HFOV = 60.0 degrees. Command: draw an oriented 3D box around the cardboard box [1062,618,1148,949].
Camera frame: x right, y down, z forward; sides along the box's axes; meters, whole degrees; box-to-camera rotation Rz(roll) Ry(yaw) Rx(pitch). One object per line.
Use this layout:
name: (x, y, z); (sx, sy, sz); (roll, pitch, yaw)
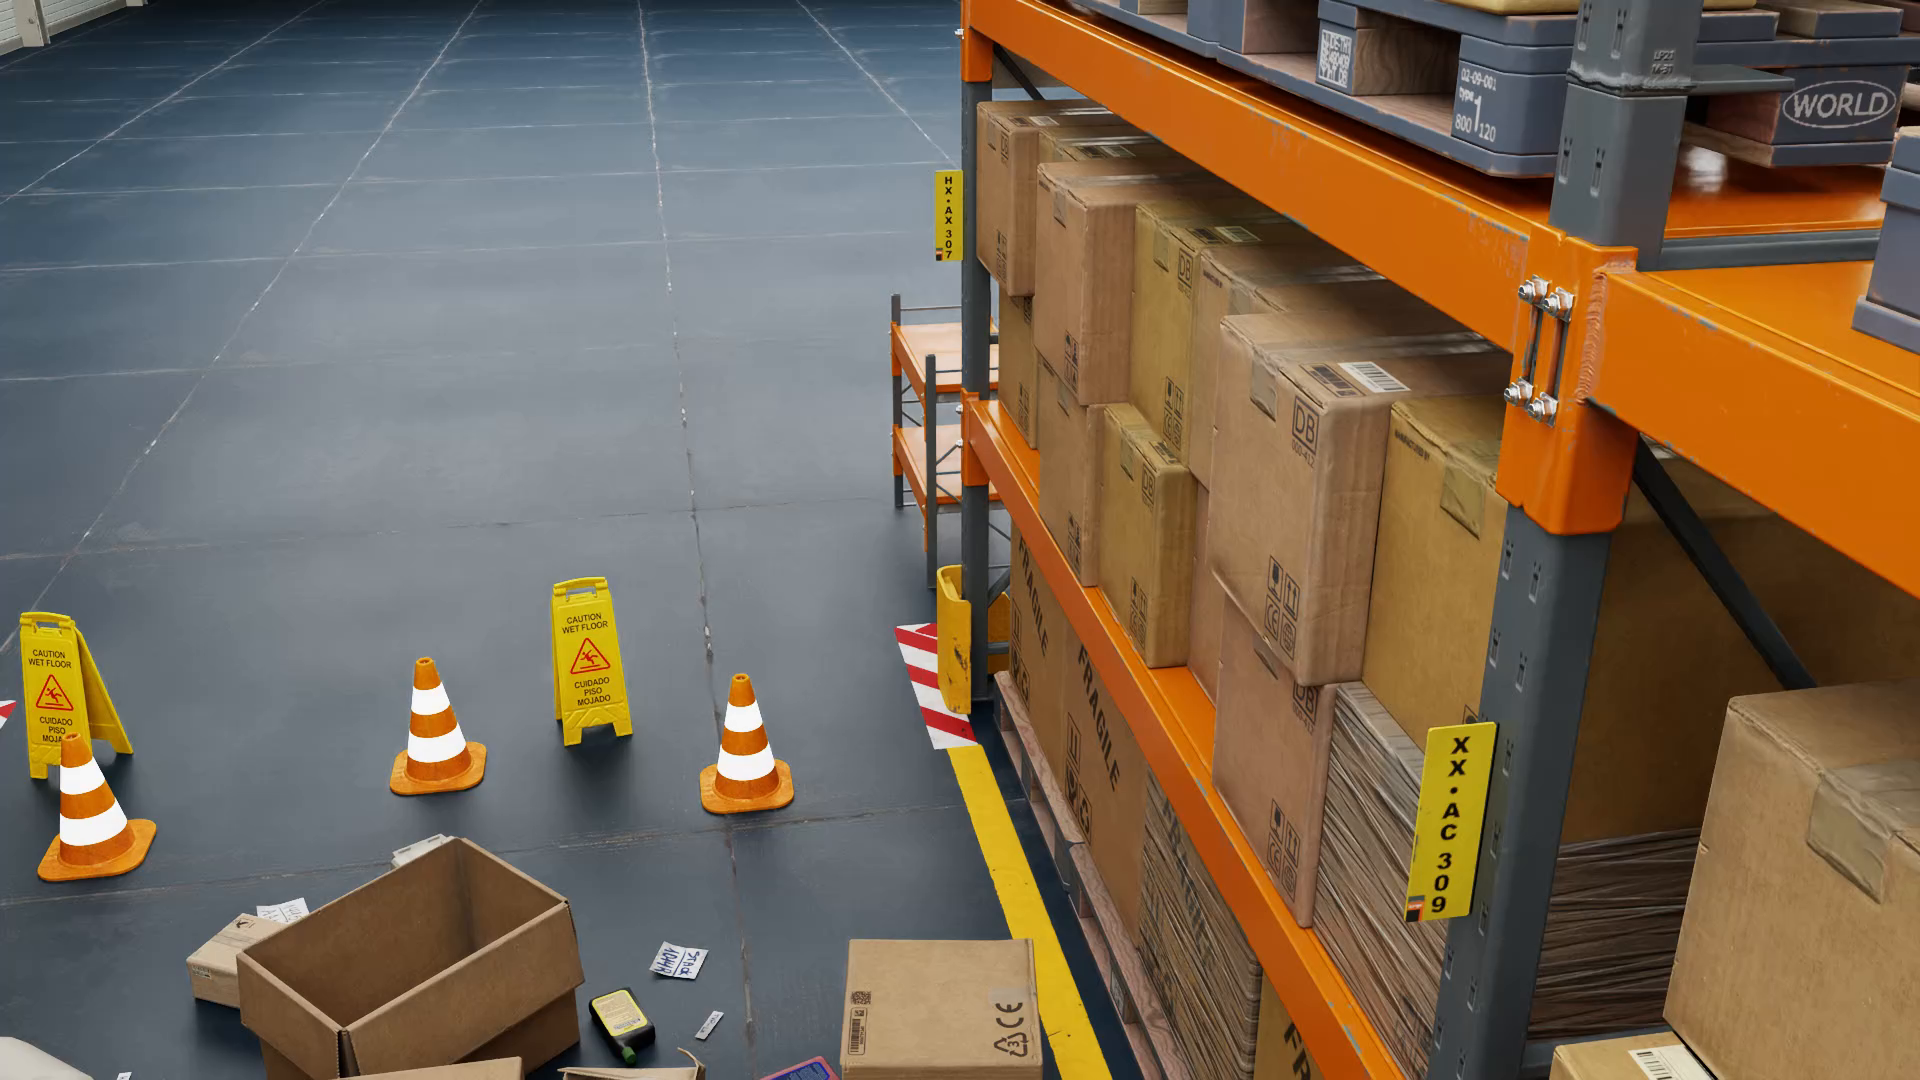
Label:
cardboard box: (0.862, 0.615, 5.223); (0.875, 0.875, 0.875); (-5, 24, -11)

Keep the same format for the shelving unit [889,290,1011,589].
shelving unit: (0.001, -0.513, 8.019); (0.538, 1.125, 1.048); (-4, 24, -10)

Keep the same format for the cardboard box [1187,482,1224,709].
cardboard box: (1.059, 0.151, 3.969); (0.875, 0.550, 0.550); (-4, 24, -10)

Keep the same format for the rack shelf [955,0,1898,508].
rack shelf: (0.877, -1.032, 4.016); (1.077, 0.370, 4.000); (-4, 24, -10)

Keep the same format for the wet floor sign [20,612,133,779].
wet floor sign: (-3.322, 0.557, 6.167); (0.267, 0.644, 0.232); (4, 24, 9)

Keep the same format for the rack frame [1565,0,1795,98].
rack frame: (1.247, -1.950, 1.470); (1.000, 3.000, 0.127); (-4, 24, -10)

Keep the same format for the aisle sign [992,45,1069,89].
aisle sign: (0.199, -1.971, 5.766); (0.394, 0.787, 0.004); (-4, 24, -10)

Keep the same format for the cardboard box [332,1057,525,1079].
cardboard box: (-1.345, 1.585, 3.823); (0.797, 0.637, 0.503); (-4, 24, -10)

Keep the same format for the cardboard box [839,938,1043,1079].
cardboard box: (-0.049, 1.409, 4.395); (0.500, 0.500, 0.500); (0, 24, -1)

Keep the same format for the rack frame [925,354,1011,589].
rack frame: (0.095, -0.313, 7.561); (0.500, 1.125, 0.032); (-4, 24, -10)

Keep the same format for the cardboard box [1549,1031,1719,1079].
cardboard box: (1.080, 0.981, 2.132); (0.500, 0.500, 0.500); (-4, 24, -9)

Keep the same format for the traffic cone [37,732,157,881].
traffic cone: (-2.991, 0.869, 5.683); (0.336, 0.463, 0.334); (-4, 24, -10)

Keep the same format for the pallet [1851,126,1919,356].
pallet: (1.465, -0.130, 1.292); (0.805, 0.209, 1.217); (-5, 24, -12)

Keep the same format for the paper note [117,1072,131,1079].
paper note: (-2.373, 1.547, 4.696); (0.032, 0.001, 0.123); (-4, 24, -10)

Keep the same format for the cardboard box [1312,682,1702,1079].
cardboard box: (1.167, 0.587, 2.971); (0.875, 0.550, 0.550); (-4, 24, -10)

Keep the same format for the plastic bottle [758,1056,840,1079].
plastic bottle: (-0.485, 1.543, 4.640); (0.283, 0.061, 0.133); (-13, 27, -28)

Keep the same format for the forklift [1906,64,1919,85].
forklift: (2.981, -0.835, 6.500); (1.130, 2.935, 3.031); (-15, 27, -30)

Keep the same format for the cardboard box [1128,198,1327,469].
cardboard box: (0.926, -0.550, 4.224); (0.875, 0.550, 0.500); (-4, 24, -10)

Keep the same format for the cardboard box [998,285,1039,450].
cardboard box: (0.620, -0.700, 5.917); (0.875, 0.550, 0.550); (-4, 24, -10)

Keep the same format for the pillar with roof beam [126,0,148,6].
pillar with roof beam: (-11.290, -14.526, 30.266); (9.100, 9.000, 0.400); (-4, 24, -10)

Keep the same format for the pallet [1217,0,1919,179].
pallet: (1.106, -0.857, 2.827); (1.003, 0.211, 1.213); (-4, 24, -10)

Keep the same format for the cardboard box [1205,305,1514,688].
cardboard box: (0.997, -0.119, 3.239); (0.875, 0.550, 0.550); (-4, 24, -10)

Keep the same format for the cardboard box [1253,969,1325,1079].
cardboard box: (1.199, 1.328, 3.591); (0.875, 0.875, 0.875); (-4, 24, -9)

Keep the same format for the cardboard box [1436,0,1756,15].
cardboard box: (0.865, -0.818, 2.291); (0.380, 0.149, 0.250); (-4, 24, -10)

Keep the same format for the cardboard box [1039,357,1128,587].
cardboard box: (0.724, -0.255, 4.900); (0.875, 0.550, 0.550); (-4, 24, -10)

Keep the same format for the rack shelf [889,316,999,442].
rack shelf: (0.001, -0.781, 7.902); (0.538, 0.278, 1.000); (-4, 24, -10)

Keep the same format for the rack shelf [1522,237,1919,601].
rack shelf: (1.617, 0.541, 0.414); (1.077, 0.370, 4.000); (-4, 24, -10)

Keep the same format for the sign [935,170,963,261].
sign: (-0.039, -1.168, 5.996); (0.100, 0.325, 0.005); (-4, 24, -10)

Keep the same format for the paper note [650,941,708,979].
paper note: (-0.879, 1.314, 5.206); (0.144, 0.017, 0.142); (4, 24, 9)

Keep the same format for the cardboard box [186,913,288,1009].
cardboard box: (-2.111, 1.305, 5.077); (0.380, 0.149, 0.250); (8, 25, 18)

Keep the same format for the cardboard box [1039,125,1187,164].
cardboard box: (0.730, -0.979, 5.207); (0.875, 0.550, 0.550); (-4, 24, -10)

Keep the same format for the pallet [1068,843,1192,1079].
pallet: (0.954, 1.292, 5.028); (1.003, 0.211, 1.213); (-4, 24, -10)
